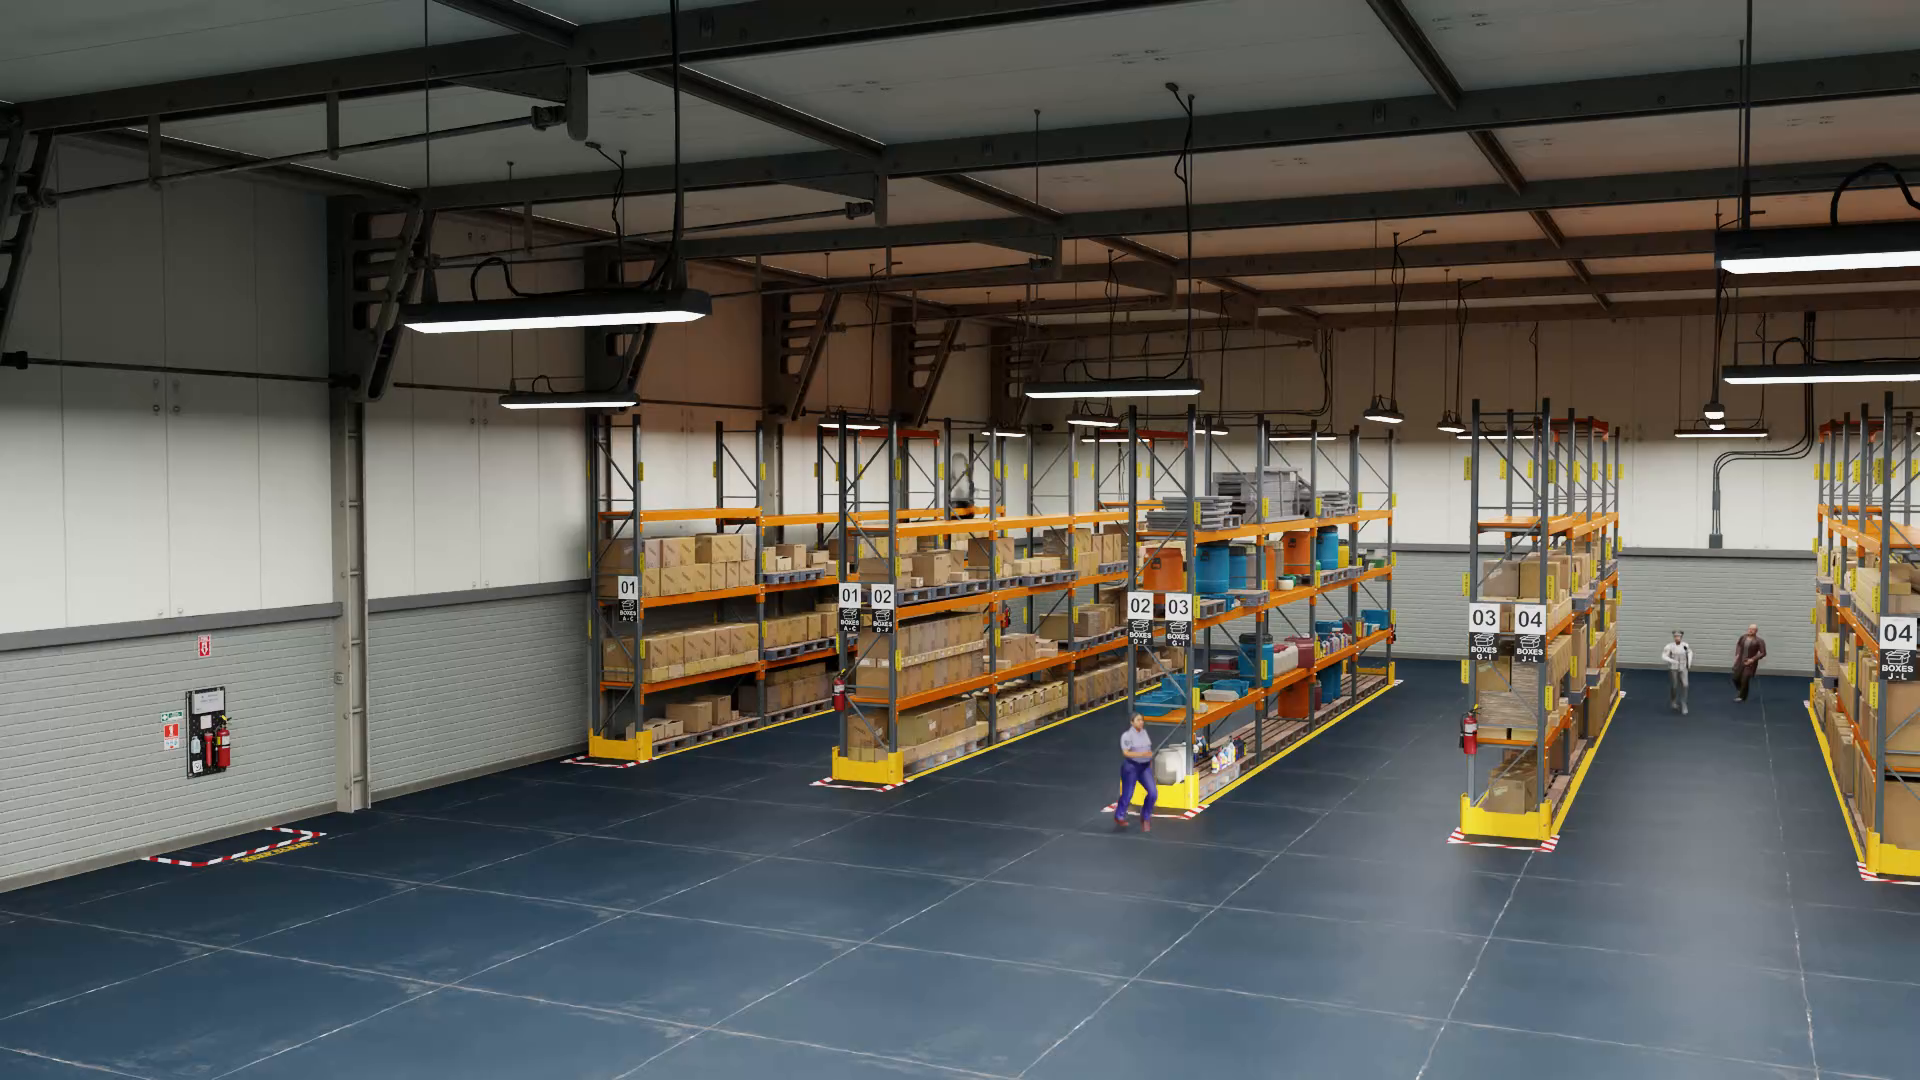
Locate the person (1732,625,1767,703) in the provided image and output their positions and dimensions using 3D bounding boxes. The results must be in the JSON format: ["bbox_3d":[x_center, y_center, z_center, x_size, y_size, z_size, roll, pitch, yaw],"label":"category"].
[{"bbox_3d":[17.001,2.669,35.829,0.596,1.712,0.739,-2,3,-38],"label":"person"}]

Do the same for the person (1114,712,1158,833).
[{"bbox_3d":[2.483,3.239,23.148,0.588,1.689,0.739,-1,3,-28],"label":"person"}]

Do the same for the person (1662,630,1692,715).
[{"bbox_3d":[14.933,2.721,34.604,0.618,1.720,0.853,1,2,16],"label":"person"}]
